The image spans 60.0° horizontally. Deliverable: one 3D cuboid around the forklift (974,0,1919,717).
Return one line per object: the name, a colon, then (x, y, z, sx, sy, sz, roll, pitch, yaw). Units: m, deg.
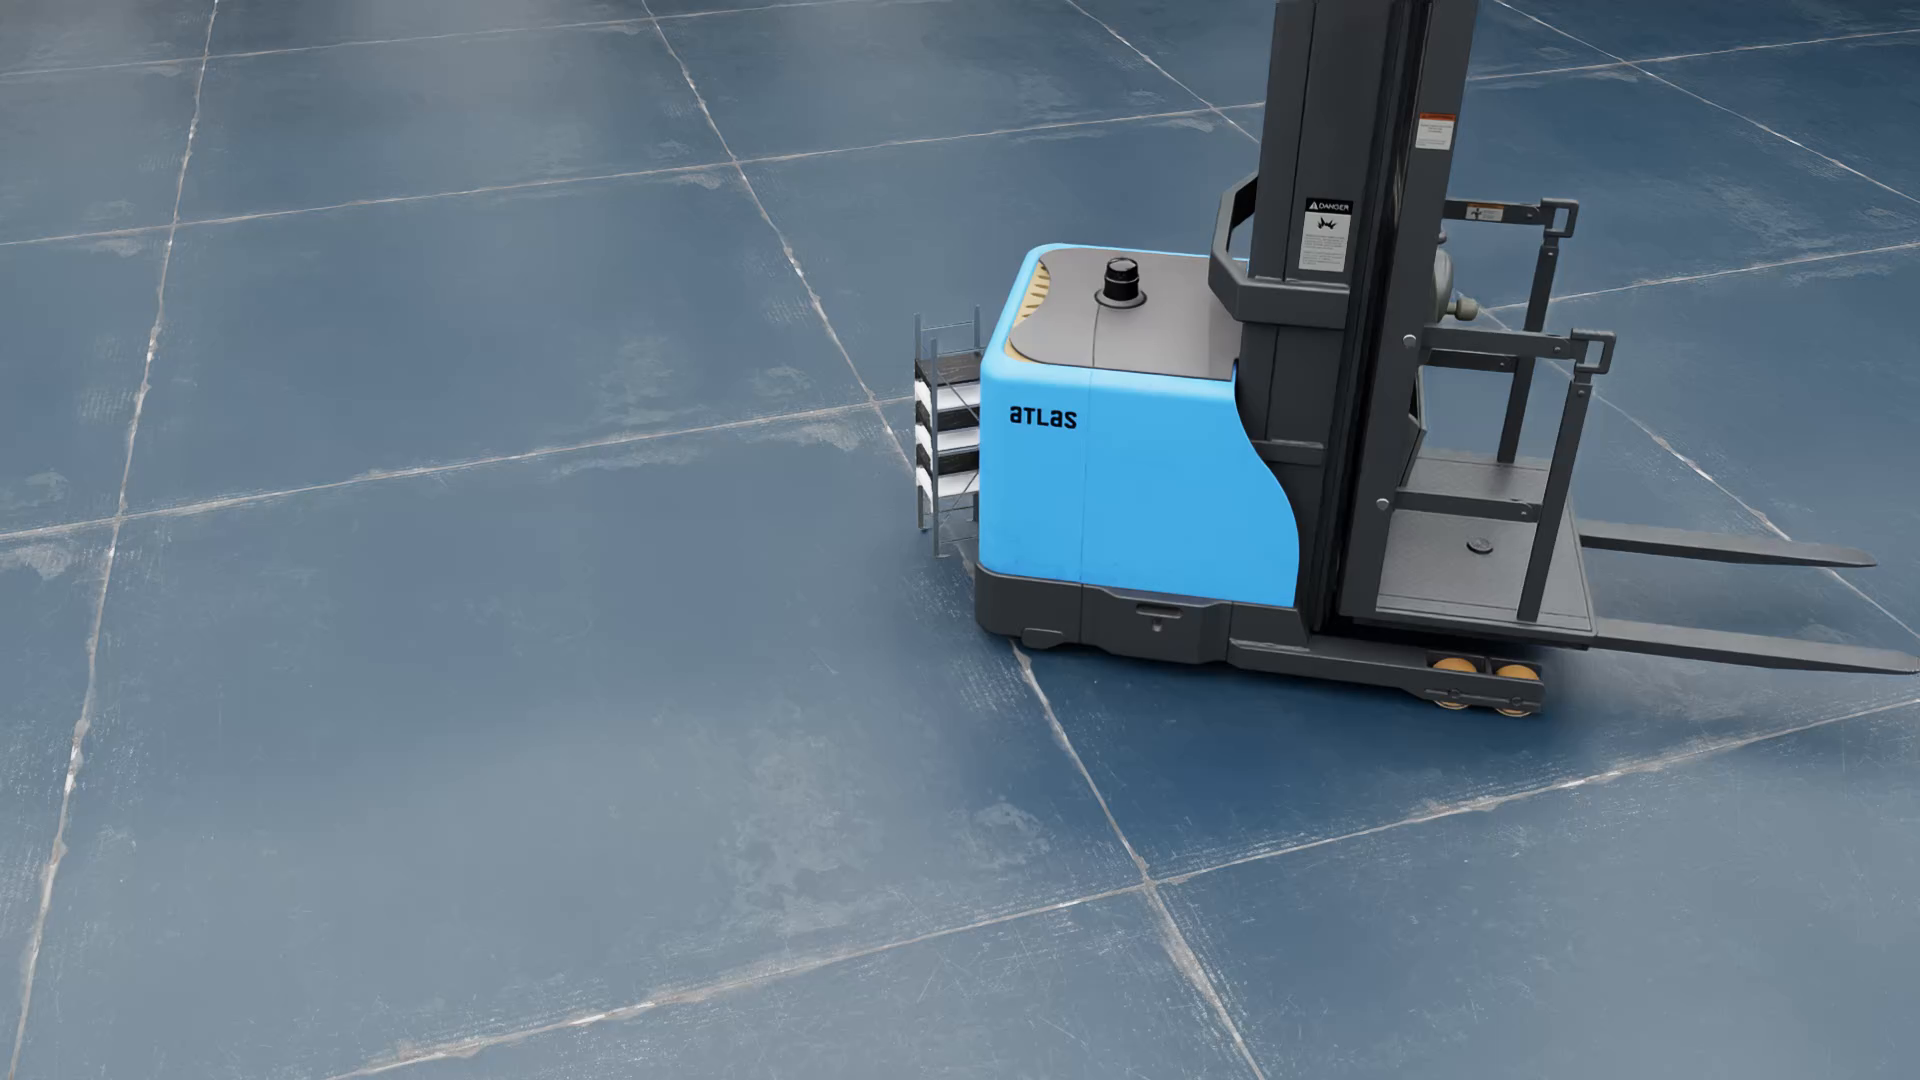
forklift: (1.620, -0.971, 5.062, 3.031, 2.935, 1.130, 6, 34, 10)

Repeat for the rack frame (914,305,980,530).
rack frame: (-0.044, -0.435, 6.092, 0.240, 0.900, 0.006, -10, 35, -14)

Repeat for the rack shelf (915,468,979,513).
rack shelf: (-0.014, -0.203, 6.128, 0.258, 0.077, 0.200, -10, 35, -14)

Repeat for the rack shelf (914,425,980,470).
rack shelf: (-0.014, -0.354, 6.029, 0.258, 0.077, 0.200, -10, 35, -14)

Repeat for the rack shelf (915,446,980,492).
rack shelf: (-0.014, -0.278, 6.079, 0.258, 0.077, 0.200, -10, 35, -14)

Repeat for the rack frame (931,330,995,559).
rack frame: (0.016, -0.328, 5.930, 0.240, 0.900, 0.006, -10, 35, -14)

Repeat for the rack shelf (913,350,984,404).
rack shelf: (-0.014, -0.579, 5.880, 0.258, 0.077, 0.200, -10, 35, -14)

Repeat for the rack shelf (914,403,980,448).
rack shelf: (-0.014, -0.429, 5.980, 0.258, 0.077, 0.200, -10, 35, -14)

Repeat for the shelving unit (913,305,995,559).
shelving unit: (-0.014, -0.381, 6.011, 0.258, 0.900, 0.210, -10, 35, -14)

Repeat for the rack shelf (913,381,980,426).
rack shelf: (-0.014, -0.504, 5.930, 0.258, 0.077, 0.200, -10, 35, -14)
